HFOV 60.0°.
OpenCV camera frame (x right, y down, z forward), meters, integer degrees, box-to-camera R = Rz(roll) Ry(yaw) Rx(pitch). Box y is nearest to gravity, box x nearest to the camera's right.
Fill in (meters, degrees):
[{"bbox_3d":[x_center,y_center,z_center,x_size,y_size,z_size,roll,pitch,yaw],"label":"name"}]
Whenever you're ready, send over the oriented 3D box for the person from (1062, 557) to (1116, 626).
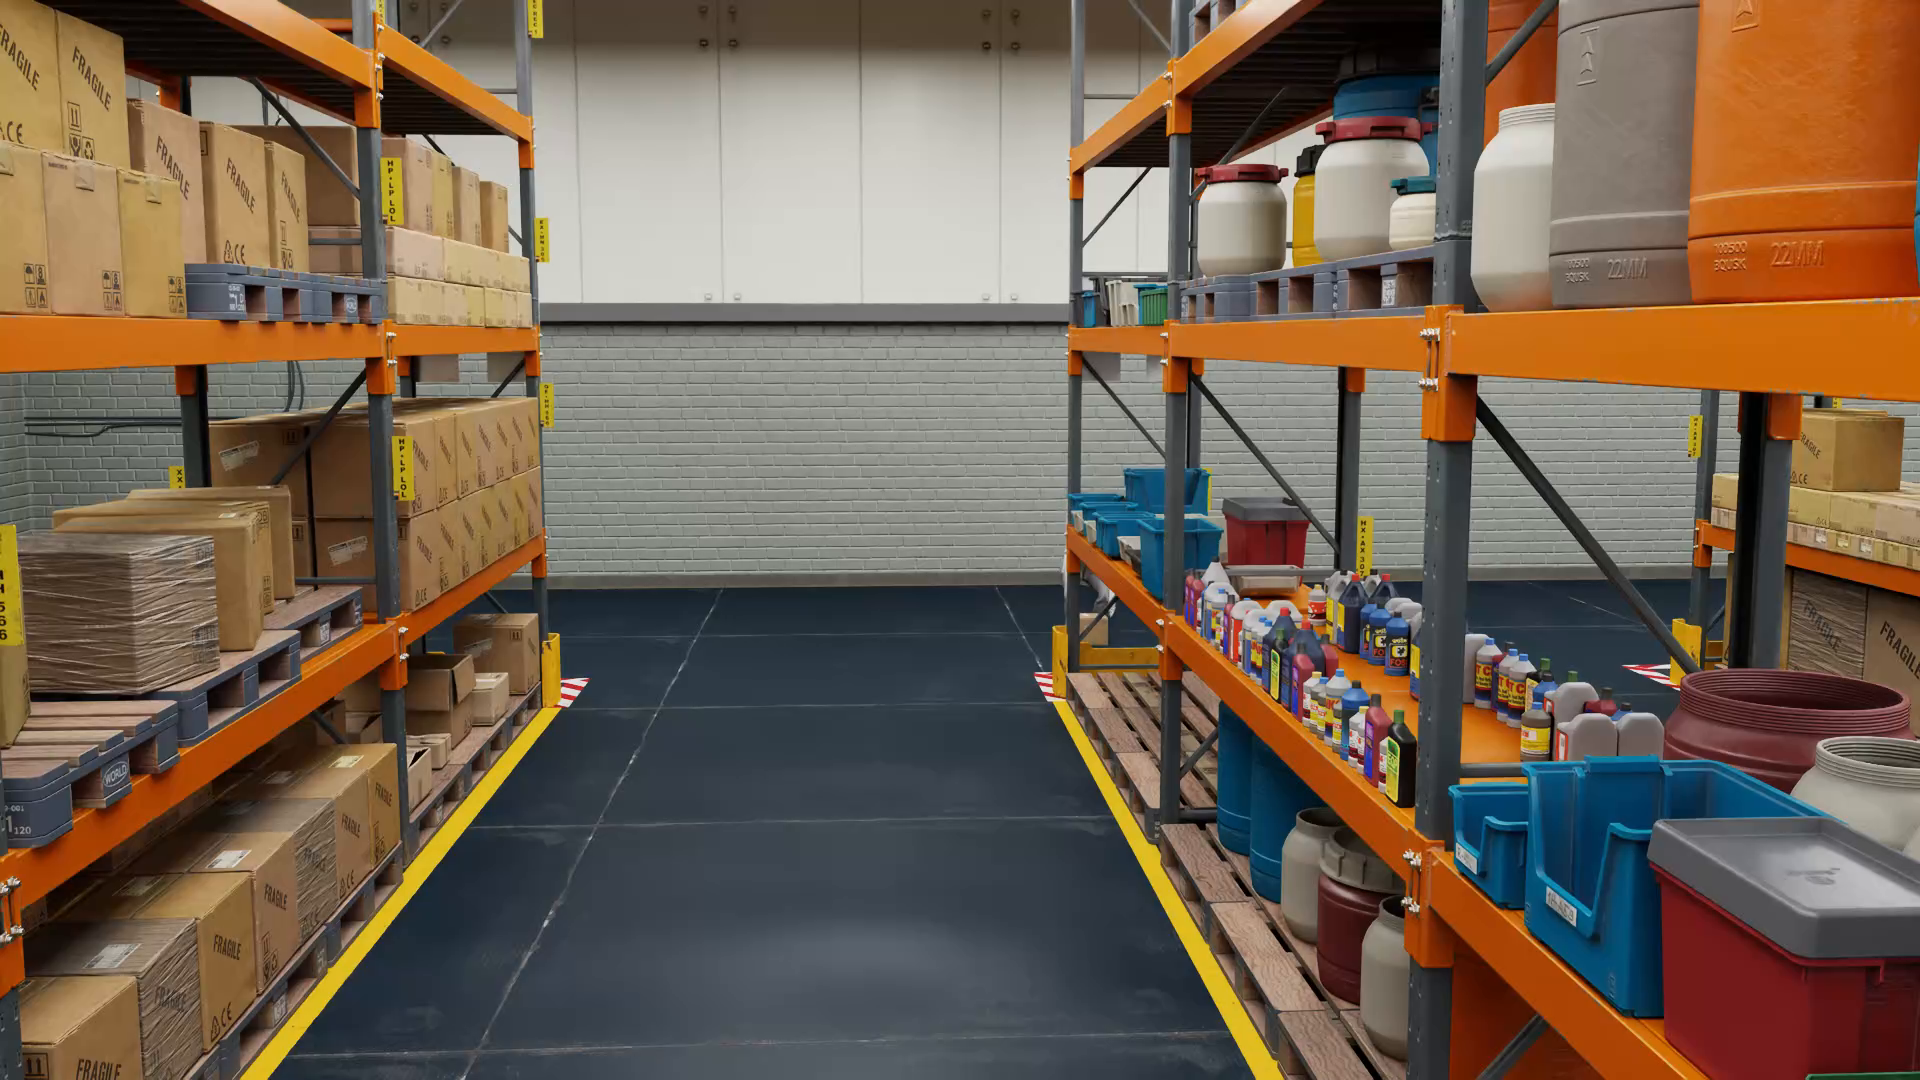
[{"bbox_3d":[1.200,0.355,15.294,0.505,1.075,0.826,0,7,-4],"label":"person"}]
